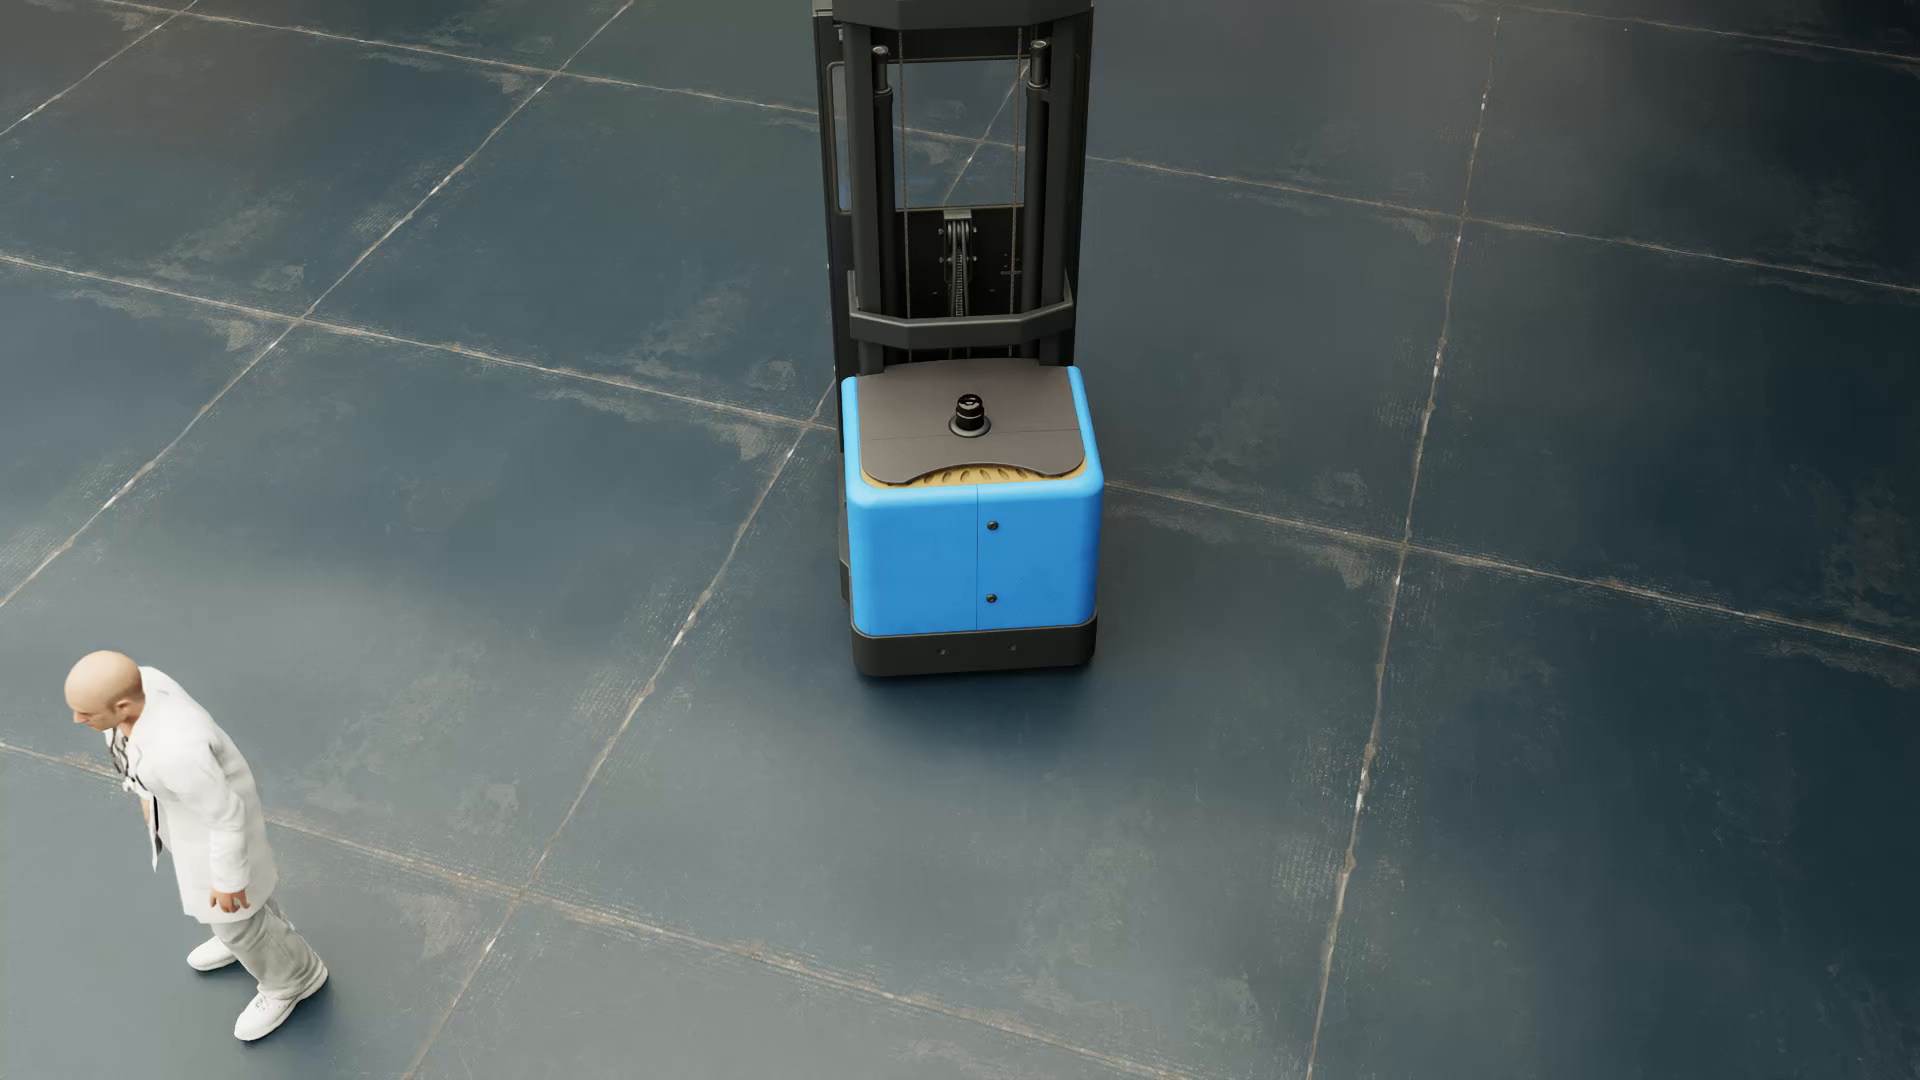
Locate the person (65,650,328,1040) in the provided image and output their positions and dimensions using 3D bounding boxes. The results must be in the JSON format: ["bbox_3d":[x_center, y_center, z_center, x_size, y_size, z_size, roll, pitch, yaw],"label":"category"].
[{"bbox_3d":[-2.512,0.968,5.498,0.422,1.774,0.655,-33,52,-30],"label":"person"}]

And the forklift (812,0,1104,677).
[{"bbox_3d":[-0.048,-1.486,7.287,1.130,2.935,3.031,-3,43,-3],"label":"forklift"}]
